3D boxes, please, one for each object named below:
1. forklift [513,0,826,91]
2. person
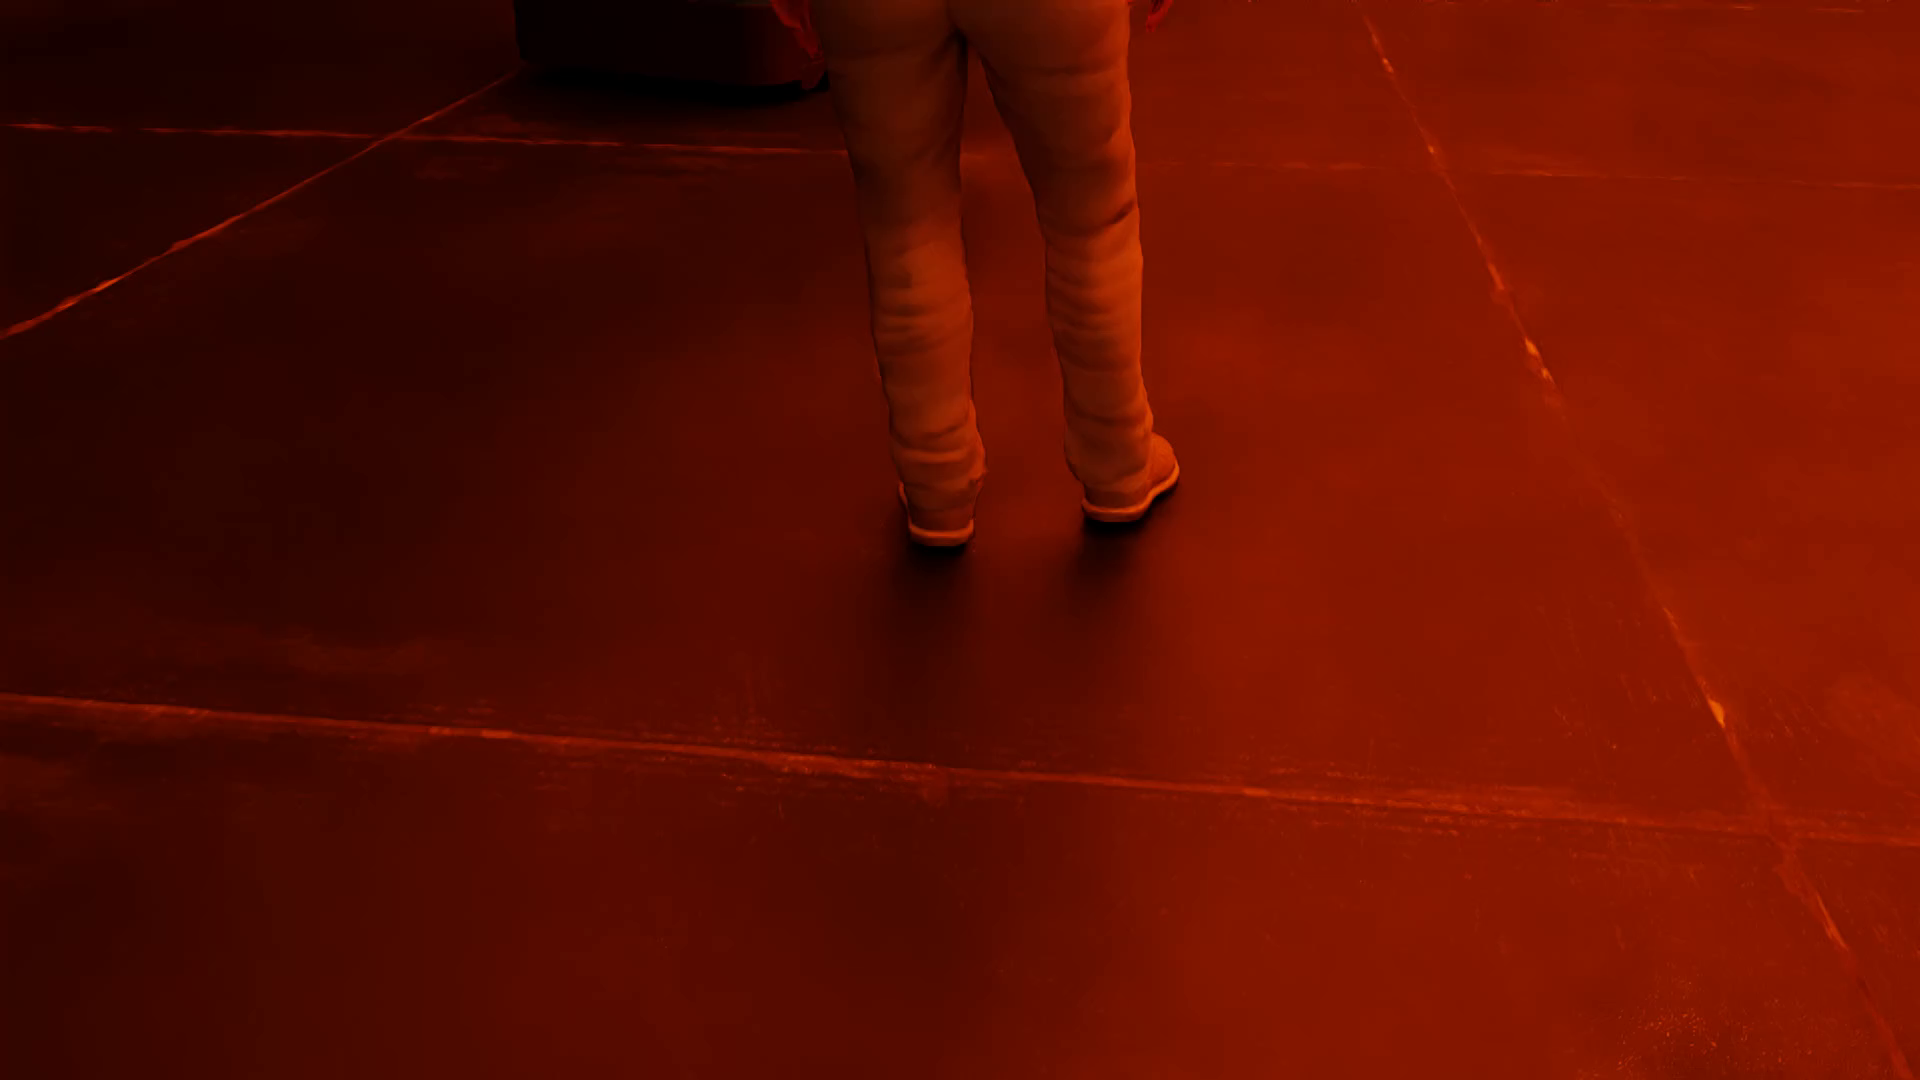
[{"bbox_3d":[-0.350,-3.345,5.922,1.130,2.935,3.031,13,29,24],"label":"forklift"},{"bbox_3d":[0.033,-0.785,2.190,0.598,1.669,0.529,3,27,7],"label":"person"}]
